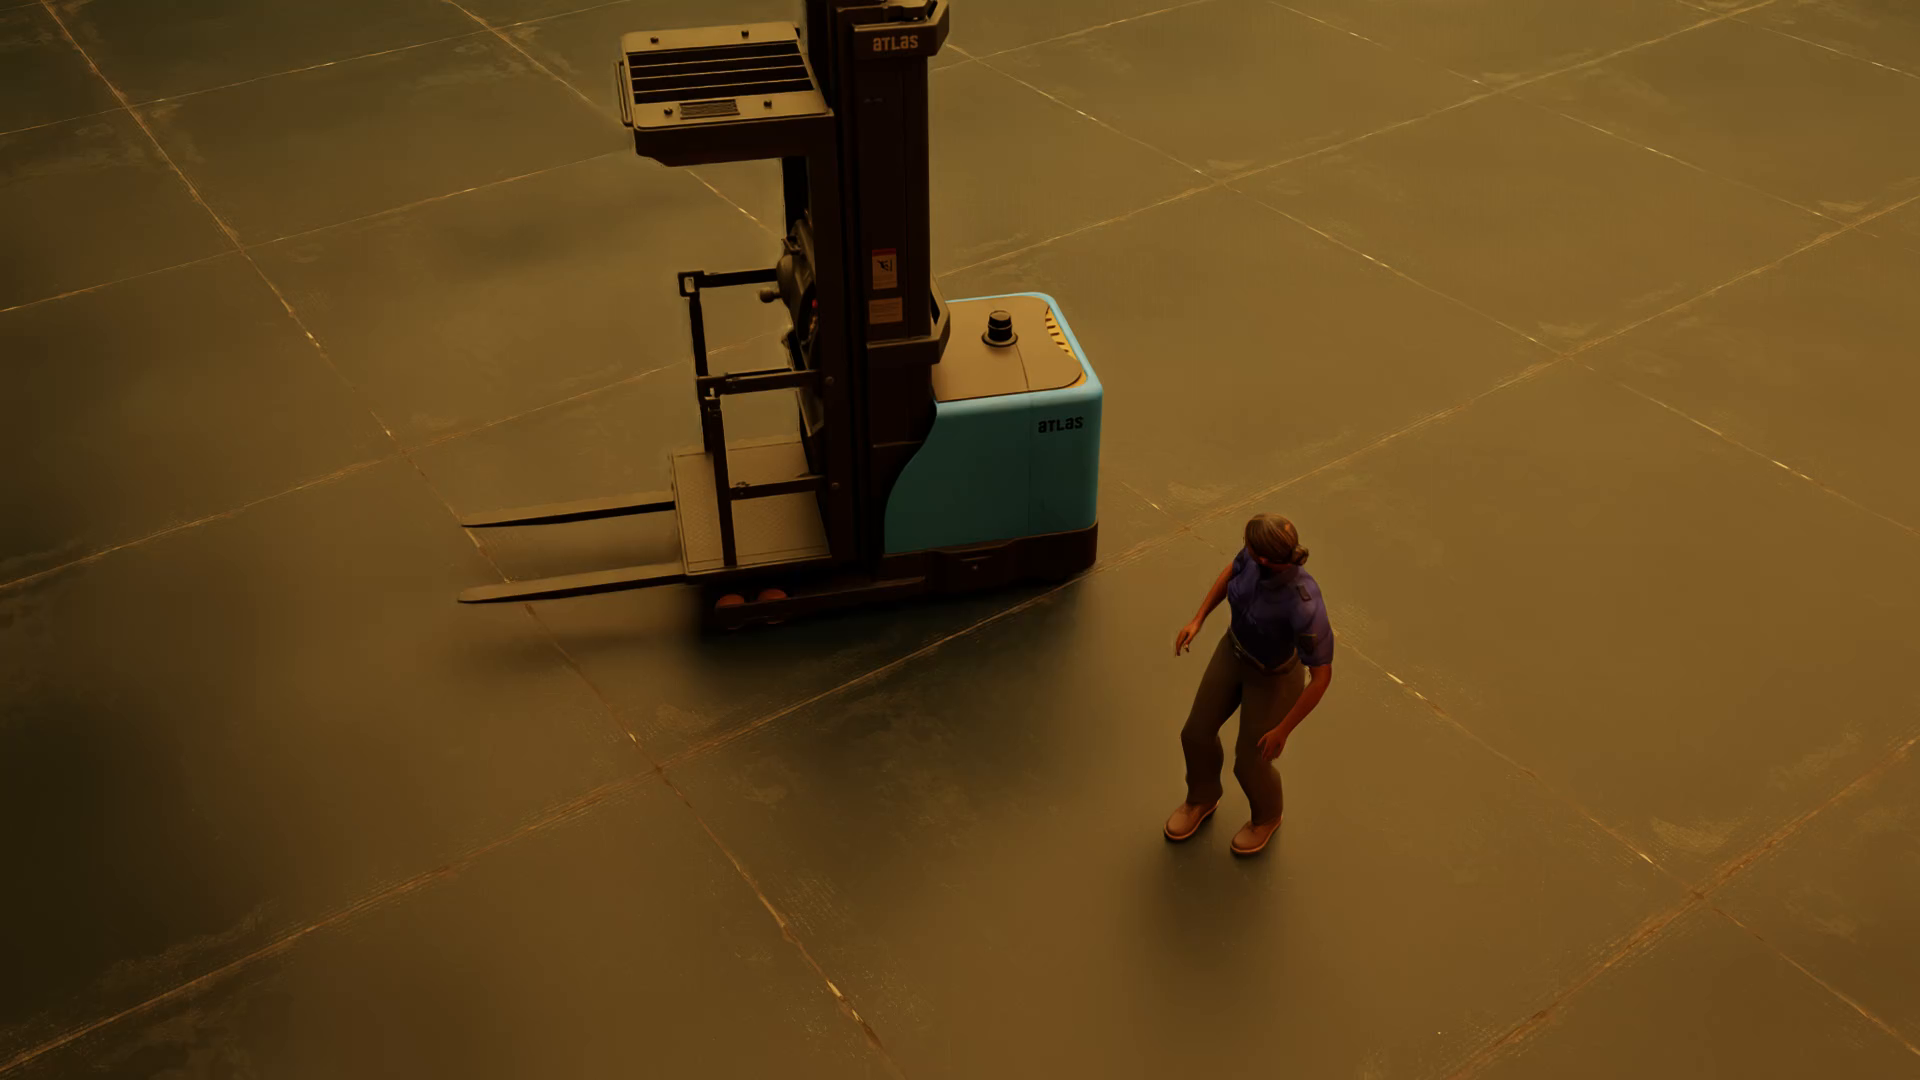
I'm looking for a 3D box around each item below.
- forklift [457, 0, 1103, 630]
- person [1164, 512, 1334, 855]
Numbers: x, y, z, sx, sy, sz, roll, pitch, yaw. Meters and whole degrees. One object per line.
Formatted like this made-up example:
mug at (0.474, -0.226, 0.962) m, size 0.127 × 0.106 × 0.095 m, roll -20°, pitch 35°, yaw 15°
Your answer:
forklift at (-0.903, -1.100, 7.432) m, size 3.031 × 2.935 × 1.130 m, roll -7°, pitch 37°, yaw -10°
person at (1.102, 0.555, 6.313) m, size 0.463 × 1.621 × 0.655 m, roll -21°, pitch 41°, yaw -26°
